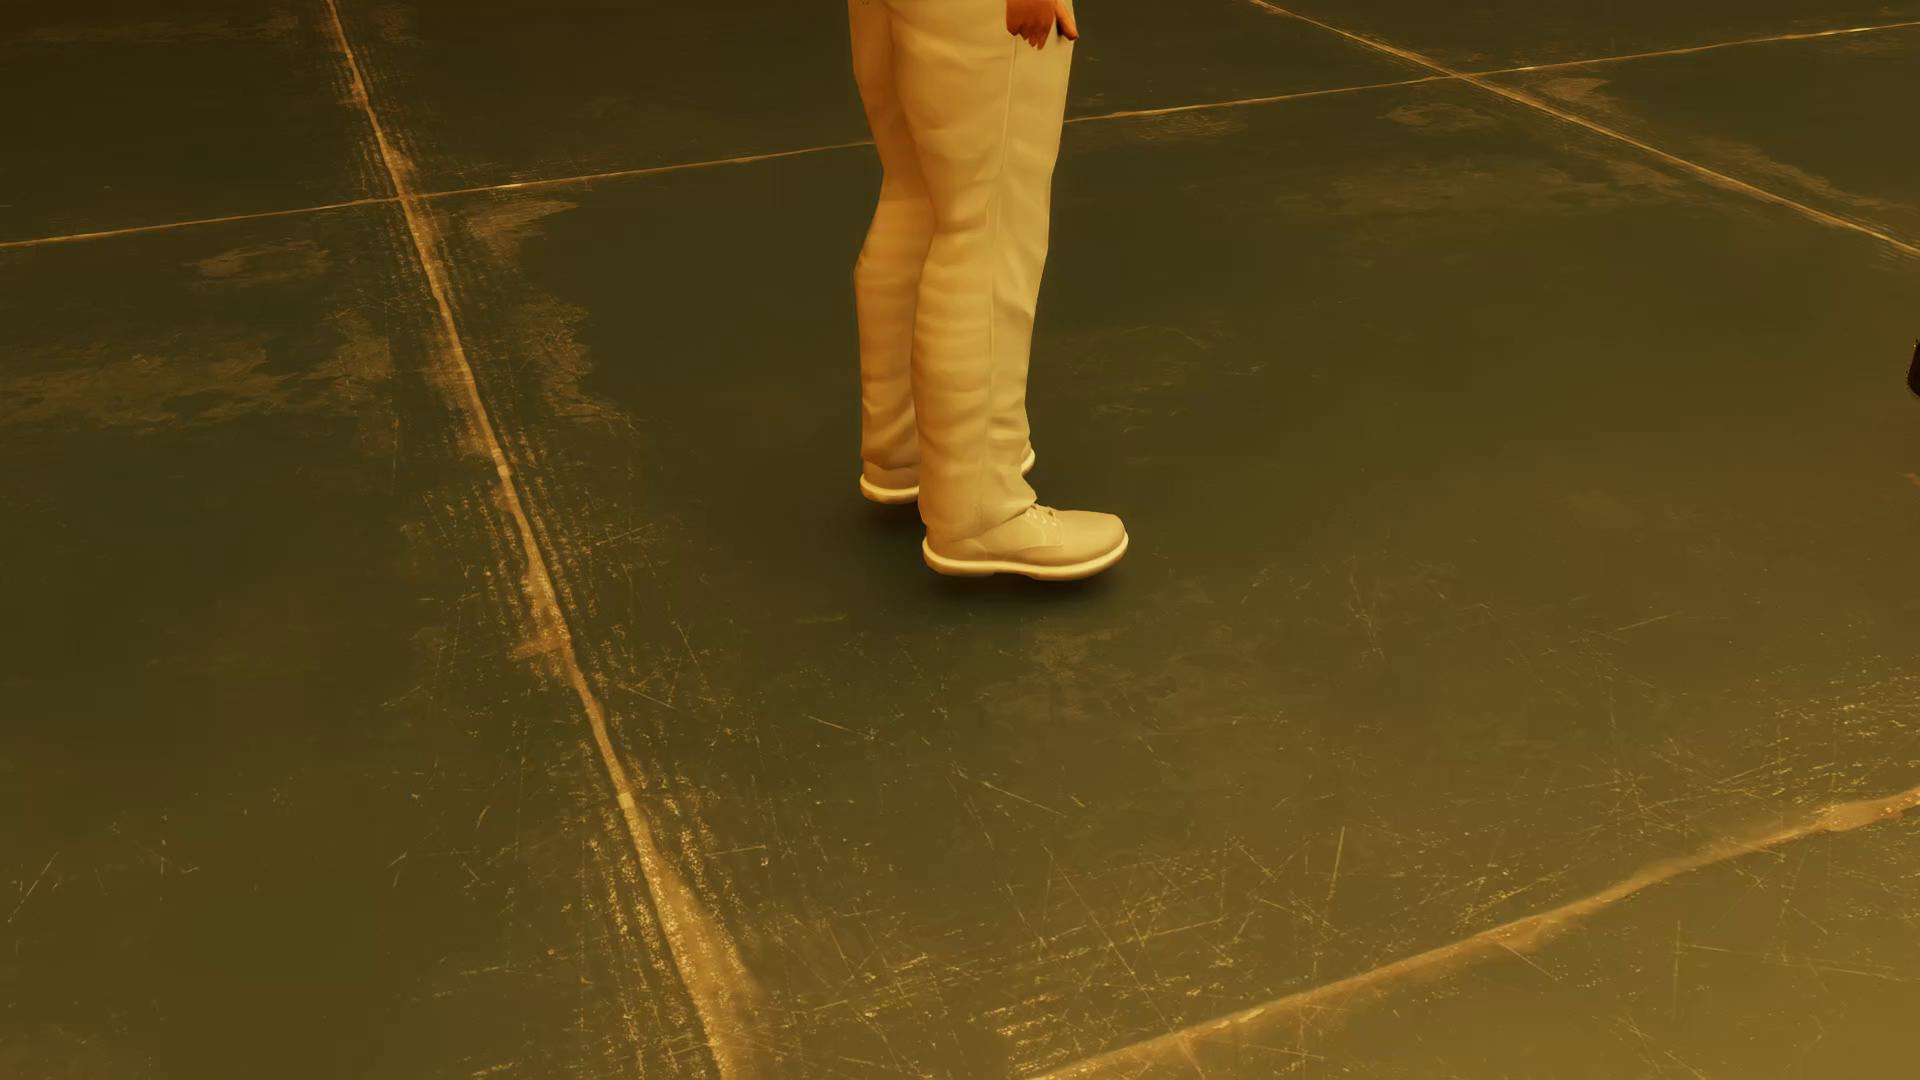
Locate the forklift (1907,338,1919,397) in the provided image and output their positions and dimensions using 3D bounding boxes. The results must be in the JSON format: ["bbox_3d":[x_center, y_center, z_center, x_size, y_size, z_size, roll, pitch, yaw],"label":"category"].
[{"bbox_3d":[3.116,-1.254,1.741,3.031,2.935,1.130,0,30,0],"label":"forklift"}]

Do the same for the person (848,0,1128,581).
[{"bbox_3d":[0.011,-0.766,2.063,0.349,1.690,0.451,-11,32,-19],"label":"person"}]
